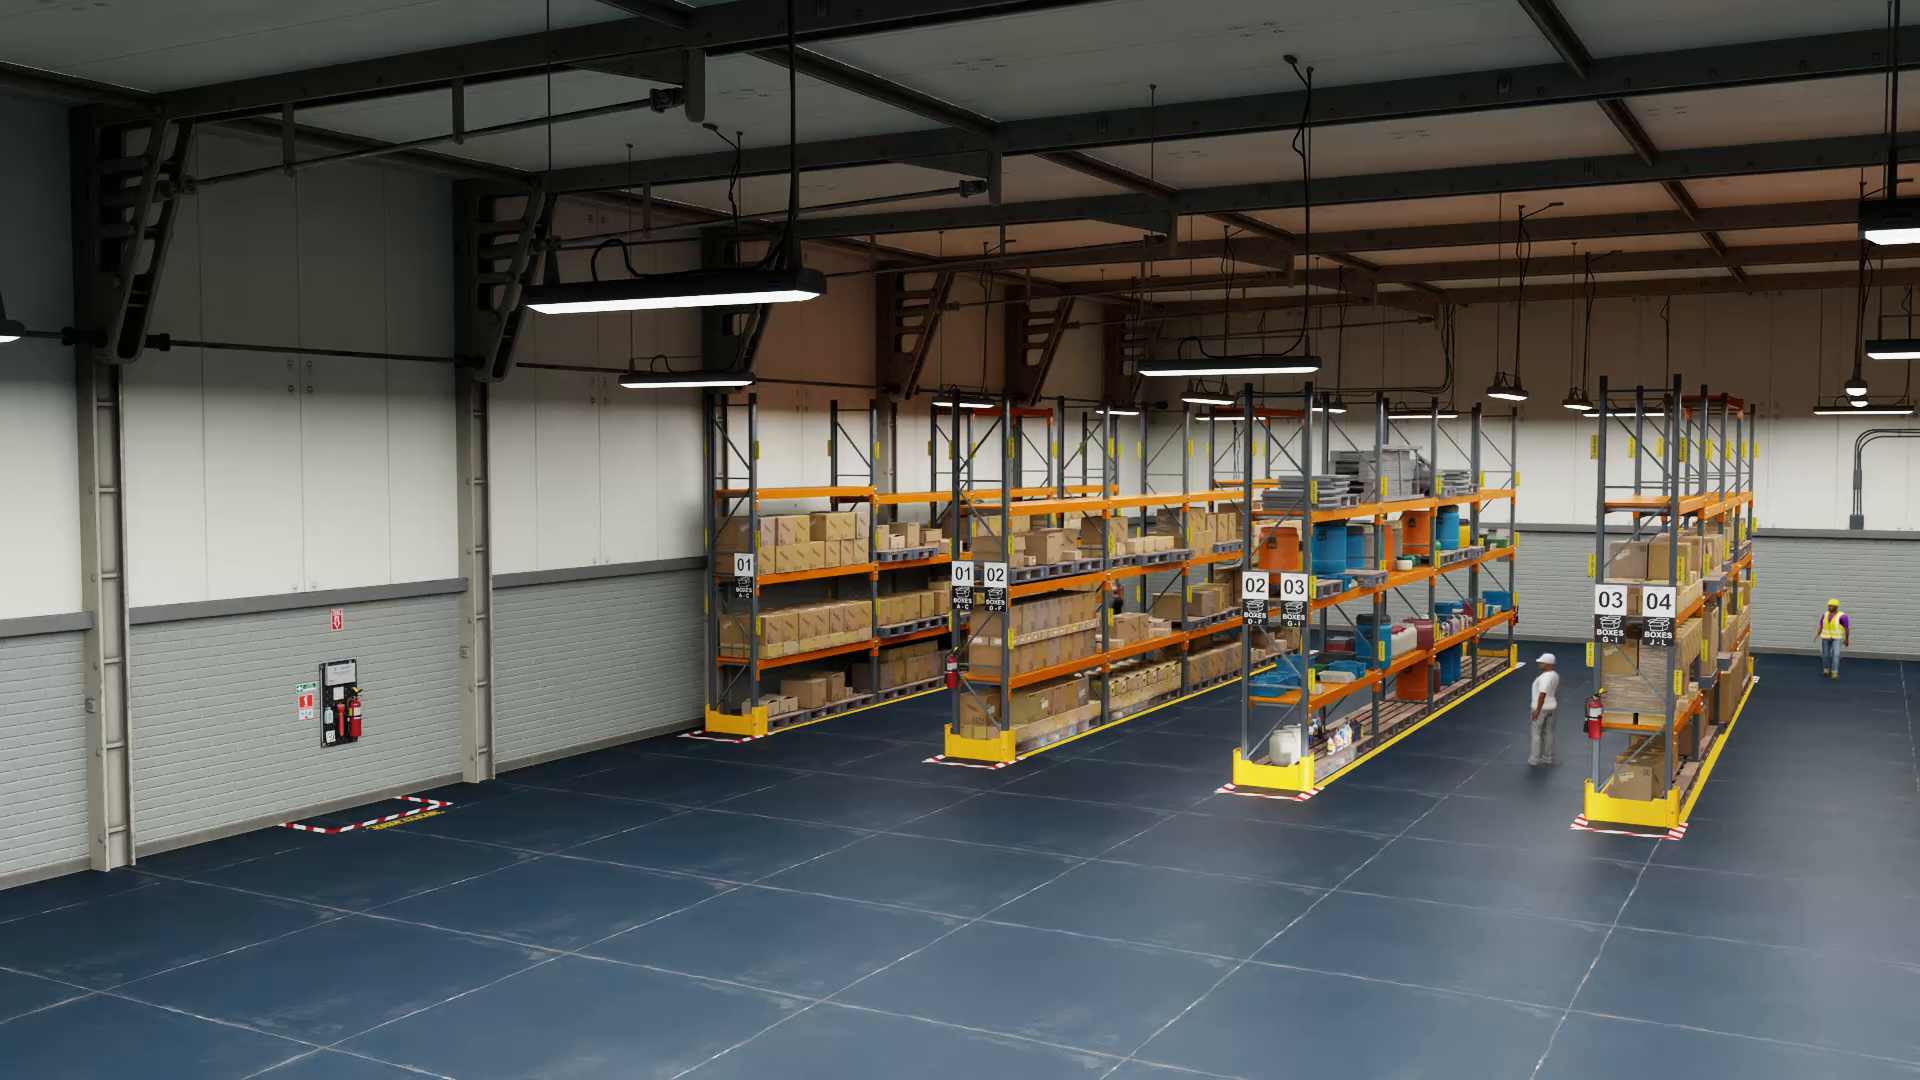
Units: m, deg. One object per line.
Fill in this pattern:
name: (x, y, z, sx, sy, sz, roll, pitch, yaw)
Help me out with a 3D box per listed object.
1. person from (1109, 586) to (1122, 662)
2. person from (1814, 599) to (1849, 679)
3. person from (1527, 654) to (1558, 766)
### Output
person: (3.451, 1.906, 37.726, 0.402, 1.732, 0.536, 2, 4, 35)
person: (19.127, 2.164, 36.501, 0.691, 1.728, 0.999, 2, 3, 26)
person: (9.291, 2.693, 26.474, 0.581, 1.777, 0.444, -2, 4, -37)
